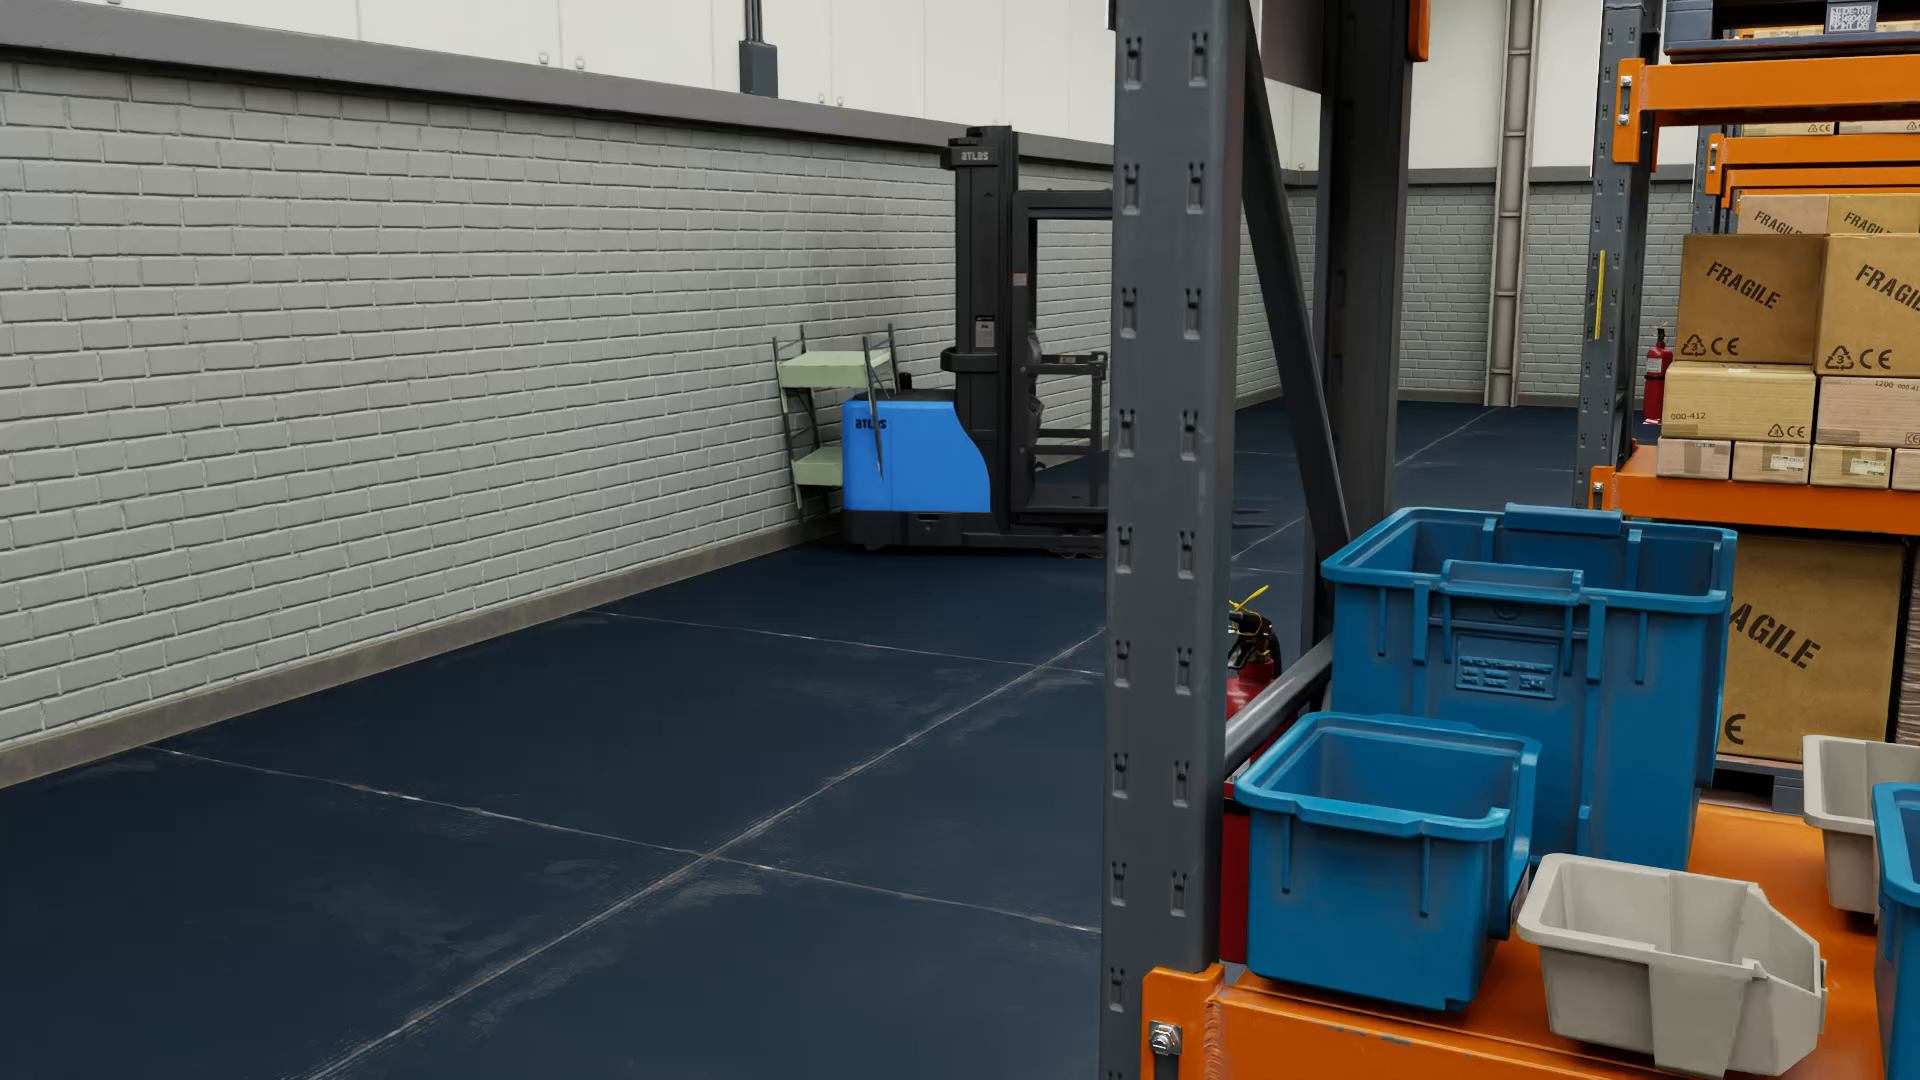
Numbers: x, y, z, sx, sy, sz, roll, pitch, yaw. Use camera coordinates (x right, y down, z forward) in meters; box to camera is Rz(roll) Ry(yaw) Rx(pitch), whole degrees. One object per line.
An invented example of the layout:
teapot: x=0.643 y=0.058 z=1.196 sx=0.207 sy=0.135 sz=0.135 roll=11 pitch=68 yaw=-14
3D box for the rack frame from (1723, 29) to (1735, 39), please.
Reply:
rack frame: x=4.921 y=-4.272 z=10.566 sx=0.127 sy=3.000 sz=1.000 roll=5 pitch=11 yaw=26

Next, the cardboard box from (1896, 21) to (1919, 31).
cardboard box: x=5.760 y=-3.027 z=10.008 sx=0.250 sy=0.149 sz=0.380 roll=5 pitch=11 yaw=27

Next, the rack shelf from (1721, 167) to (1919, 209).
rack shelf: x=8.814 y=-3.083 z=14.438 sx=4.000 sy=0.370 sz=1.077 roll=5 pitch=11 yaw=26

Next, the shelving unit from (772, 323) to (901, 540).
shelving unit: x=-0.812 y=-0.756 z=11.821 sx=0.755 sy=1.500 sz=0.431 roll=3 pitch=21 yaw=26

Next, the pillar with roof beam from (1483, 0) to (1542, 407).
pillar with roof beam: x=5.289 y=-5.532 z=17.530 sx=0.400 sy=9.000 sz=9.100 roll=5 pitch=11 yaw=26

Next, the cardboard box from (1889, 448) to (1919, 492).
cardboard box: x=3.503 y=-0.271 z=6.009 sx=0.250 sy=0.149 sz=0.380 roll=5 pitch=11 yaw=25

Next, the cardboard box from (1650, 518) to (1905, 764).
cardboard box: x=3.245 y=0.341 z=6.711 sx=0.875 sy=0.875 sz=0.875 roll=5 pitch=11 yaw=26

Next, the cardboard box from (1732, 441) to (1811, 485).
cardboard box: x=3.039 y=-0.311 z=6.233 sx=0.250 sy=0.149 sz=0.380 roll=5 pitch=11 yaw=25

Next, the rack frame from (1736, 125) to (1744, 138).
rack frame: x=9.213 y=-5.863 z=19.359 sx=0.127 sy=3.000 sz=1.000 roll=5 pitch=11 yaw=26

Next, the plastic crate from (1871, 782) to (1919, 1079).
plastic crate: x=1.110 y=0.432 z=1.721 sx=0.300 sy=0.233 sz=0.416 roll=5 pitch=11 yaw=26

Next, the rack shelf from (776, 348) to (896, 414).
rack shelf: x=-0.855 y=-1.123 z=11.696 sx=0.720 sy=0.370 sz=0.431 roll=3 pitch=21 yaw=26

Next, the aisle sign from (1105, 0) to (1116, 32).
aisle sign: x=0.248 y=-0.982 z=1.934 sx=0.004 sy=0.787 sz=0.394 roll=5 pitch=11 yaw=26

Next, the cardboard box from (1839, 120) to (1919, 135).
cardboard box: x=5.681 y=-2.604 z=10.192 sx=0.500 sy=0.250 sz=0.500 roll=5 pitch=12 yaw=28

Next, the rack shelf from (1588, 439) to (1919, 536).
rack shelf: x=4.429 y=-0.024 z=5.960 sx=4.000 sy=0.370 sz=1.077 roll=5 pitch=11 yaw=26

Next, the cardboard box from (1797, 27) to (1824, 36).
cardboard box: x=5.331 y=-3.079 z=10.297 sx=0.250 sy=0.149 sz=0.380 roll=6 pitch=12 yaw=28

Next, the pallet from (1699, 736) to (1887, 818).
pallet: x=3.387 y=0.887 z=6.736 sx=1.213 sy=0.211 sz=1.003 roll=5 pitch=11 yaw=26

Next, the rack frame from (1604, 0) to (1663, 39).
rack frame: x=2.636 y=-3.488 z=6.233 sx=0.127 sy=3.000 sz=1.000 roll=5 pitch=11 yaw=26

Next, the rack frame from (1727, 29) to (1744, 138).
rack frame: x=7.020 y=-5.070 z=14.978 sx=0.127 sy=3.000 sz=1.000 roll=5 pitch=11 yaw=26

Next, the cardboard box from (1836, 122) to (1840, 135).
cardboard box: x=5.907 y=-2.689 z=10.666 sx=0.500 sy=0.250 sz=0.500 roll=5 pitch=11 yaw=26

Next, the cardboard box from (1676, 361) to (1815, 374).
cardboard box: x=3.188 y=-0.612 z=6.777 sx=0.500 sy=0.250 sz=0.500 roll=5 pitch=11 yaw=25

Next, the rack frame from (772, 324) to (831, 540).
rack frame: x=-1.139 y=-0.773 z=11.984 sx=0.023 sy=1.500 sz=0.400 roll=3 pitch=21 yaw=26

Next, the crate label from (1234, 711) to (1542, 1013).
crate label: x=0.520 y=0.380 z=2.008 sx=0.303 sy=0.233 sz=0.416 roll=5 pitch=11 yaw=26

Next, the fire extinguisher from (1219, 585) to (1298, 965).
fire extinguisher: x=0.510 y=0.393 z=2.903 sx=0.183 sy=0.674 sz=0.296 roll=5 pitch=11 yaw=26

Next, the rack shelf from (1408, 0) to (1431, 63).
rack shelf: x=2.238 y=-0.709 z=1.322 sx=4.000 sy=0.370 sz=1.077 roll=5 pitch=11 yaw=26

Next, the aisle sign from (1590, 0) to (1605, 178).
aisle sign: x=2.438 y=-1.773 z=6.302 sx=0.004 sy=0.787 sz=0.394 roll=5 pitch=11 yaw=26

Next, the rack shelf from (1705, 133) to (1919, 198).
rack shelf: x=6.714 y=-2.284 z=10.026 sx=4.000 sy=0.370 sz=1.077 roll=5 pitch=11 yaw=26

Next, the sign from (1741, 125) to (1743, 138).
sign: x=8.973 y=-4.731 z=19.070 sx=0.005 sy=0.325 sz=0.100 roll=5 pitch=11 yaw=26

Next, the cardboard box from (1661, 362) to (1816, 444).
cardboard box: x=2.947 y=-0.527 z=6.307 sx=0.500 sy=0.250 sz=0.500 roll=5 pitch=11 yaw=24

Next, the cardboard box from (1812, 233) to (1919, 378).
cardboard box: x=3.395 y=-0.857 z=6.022 sx=0.500 sy=0.500 sz=0.500 roll=5 pitch=11 yaw=24

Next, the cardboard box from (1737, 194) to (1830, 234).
cardboard box: x=5.206 y=-1.930 z=10.546 sx=0.500 sy=0.500 sz=0.500 roll=5 pitch=11 yaw=25

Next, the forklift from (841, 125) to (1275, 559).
forklift: x=0.713 y=-1.410 z=11.791 sx=3.031 sy=2.935 sz=1.130 roll=1 pitch=10 yaw=6
